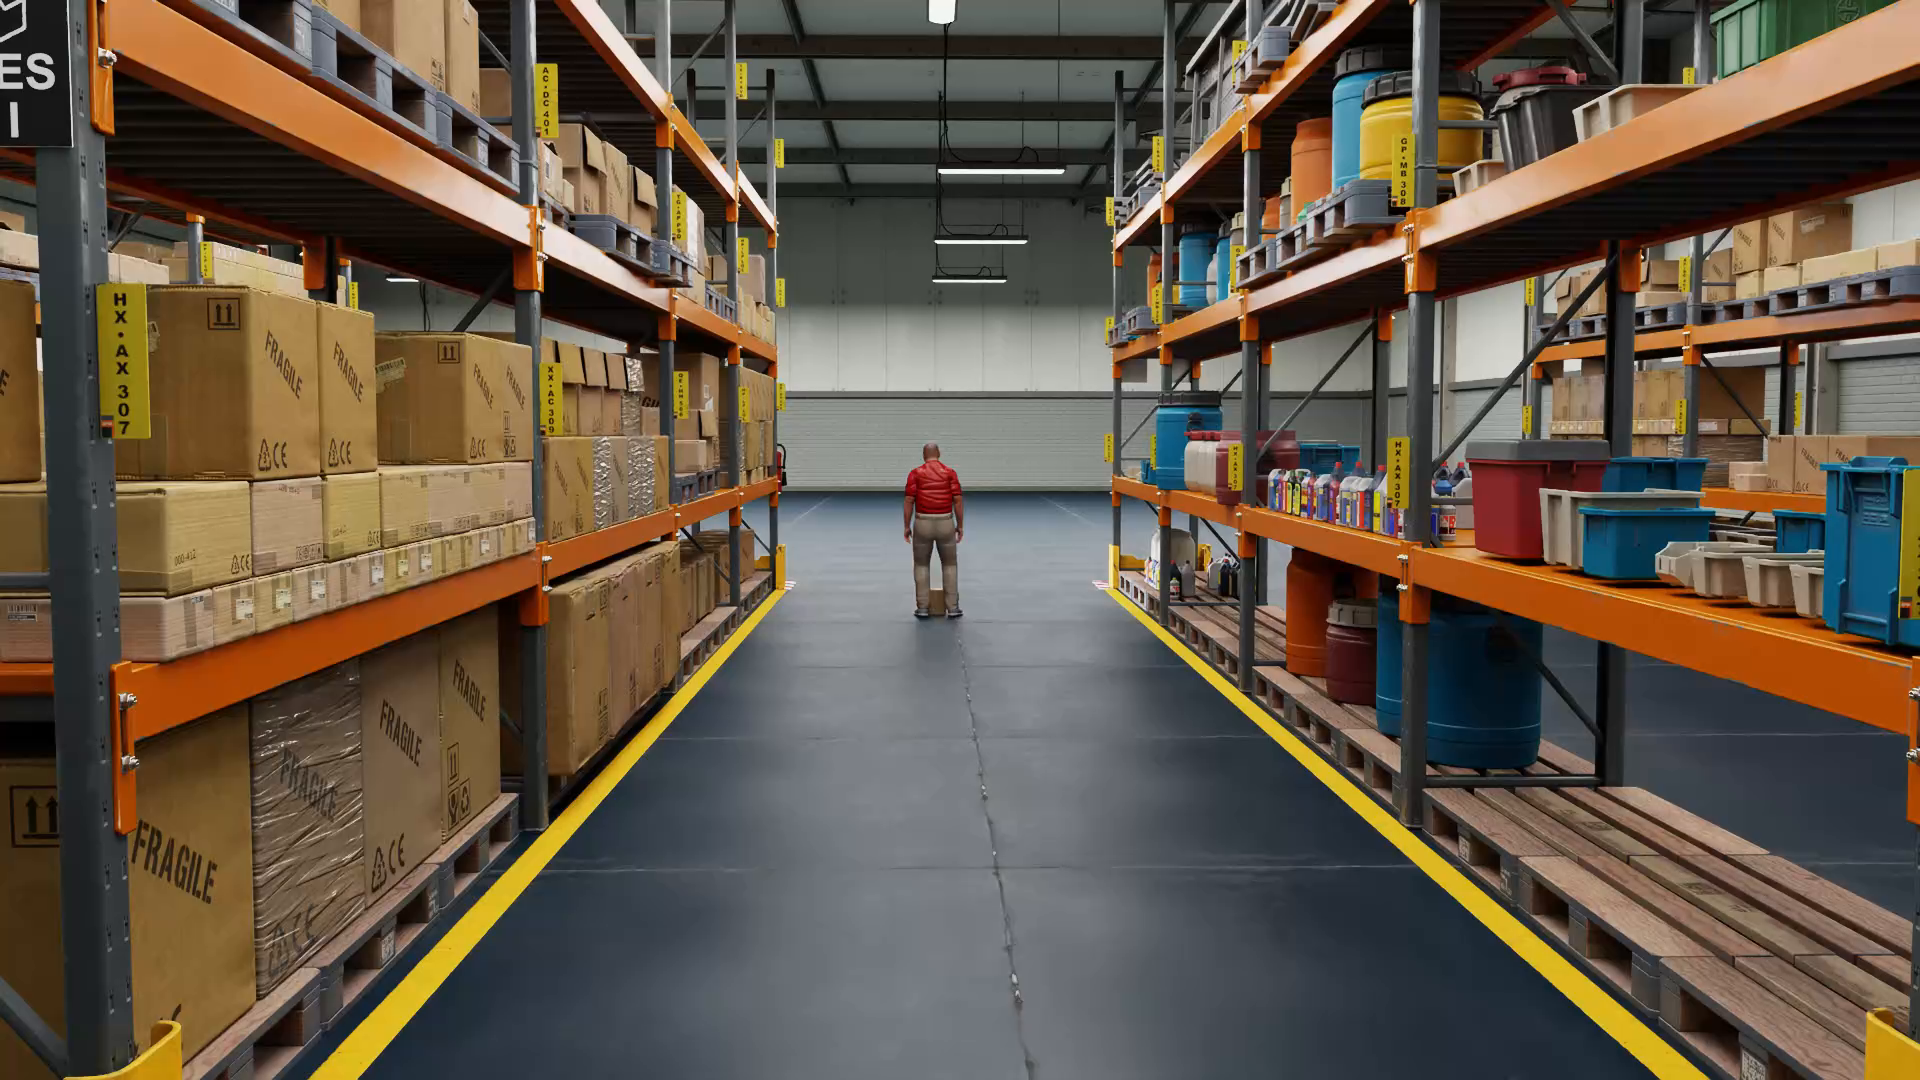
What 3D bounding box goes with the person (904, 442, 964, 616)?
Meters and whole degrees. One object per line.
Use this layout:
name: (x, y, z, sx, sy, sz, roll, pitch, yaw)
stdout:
person: (-0.258, -0.106, 16.465, 0.599, 1.727, 0.383, 0, 4, -3)
